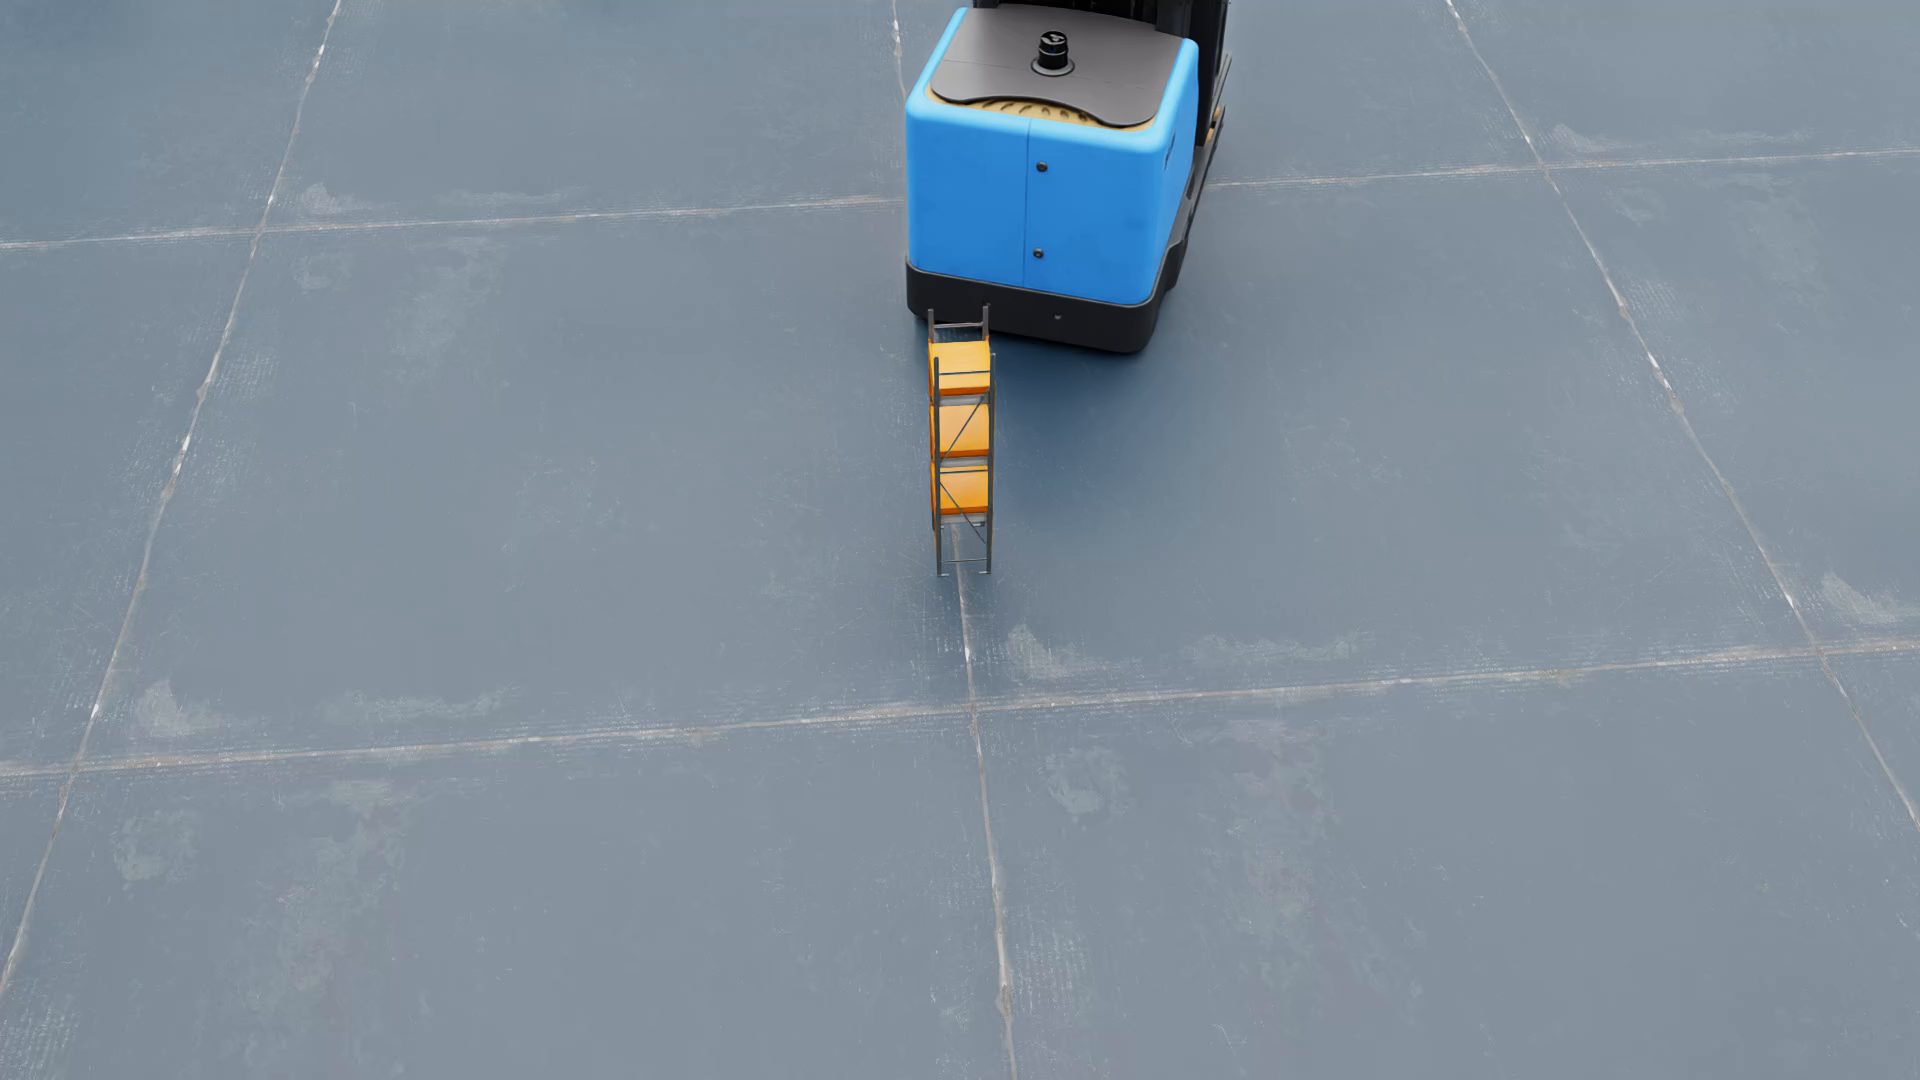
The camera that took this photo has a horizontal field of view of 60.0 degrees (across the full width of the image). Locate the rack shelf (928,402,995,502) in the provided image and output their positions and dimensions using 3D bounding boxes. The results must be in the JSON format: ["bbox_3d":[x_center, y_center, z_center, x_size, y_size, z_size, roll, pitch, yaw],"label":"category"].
[{"bbox_3d":[0.004,-0.315,5.840,0.215,0.259,0.240,-3,47,-3],"label":"rack shelf"}]

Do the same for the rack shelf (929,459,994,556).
[{"bbox_3d":[0.004,-0.124,6.042,0.215,0.259,0.240,-3,47,-3],"label":"rack shelf"}]

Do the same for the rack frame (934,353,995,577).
[{"bbox_3d":[0.015,-0.234,5.749,0.200,1.050,0.008,-3,47,-3],"label":"rack frame"}]

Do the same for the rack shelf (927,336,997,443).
[{"bbox_3d":[0.004,-0.510,5.634,0.215,0.259,0.240,-3,47,-3],"label":"rack shelf"}]

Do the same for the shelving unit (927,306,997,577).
[{"bbox_3d":[0.004,-0.322,5.832,0.215,1.050,0.252,-3,47,-3],"label":"shelving unit"}]

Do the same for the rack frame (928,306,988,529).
[{"bbox_3d":[-0.006,-0.411,5.916,0.200,1.050,0.008,-3,47,-3],"label":"rack frame"}]

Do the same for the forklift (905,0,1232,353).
[{"bbox_3d":[0.658,-2.876,6.955,1.130,2.935,3.031,11,48,11],"label":"forklift"}]
